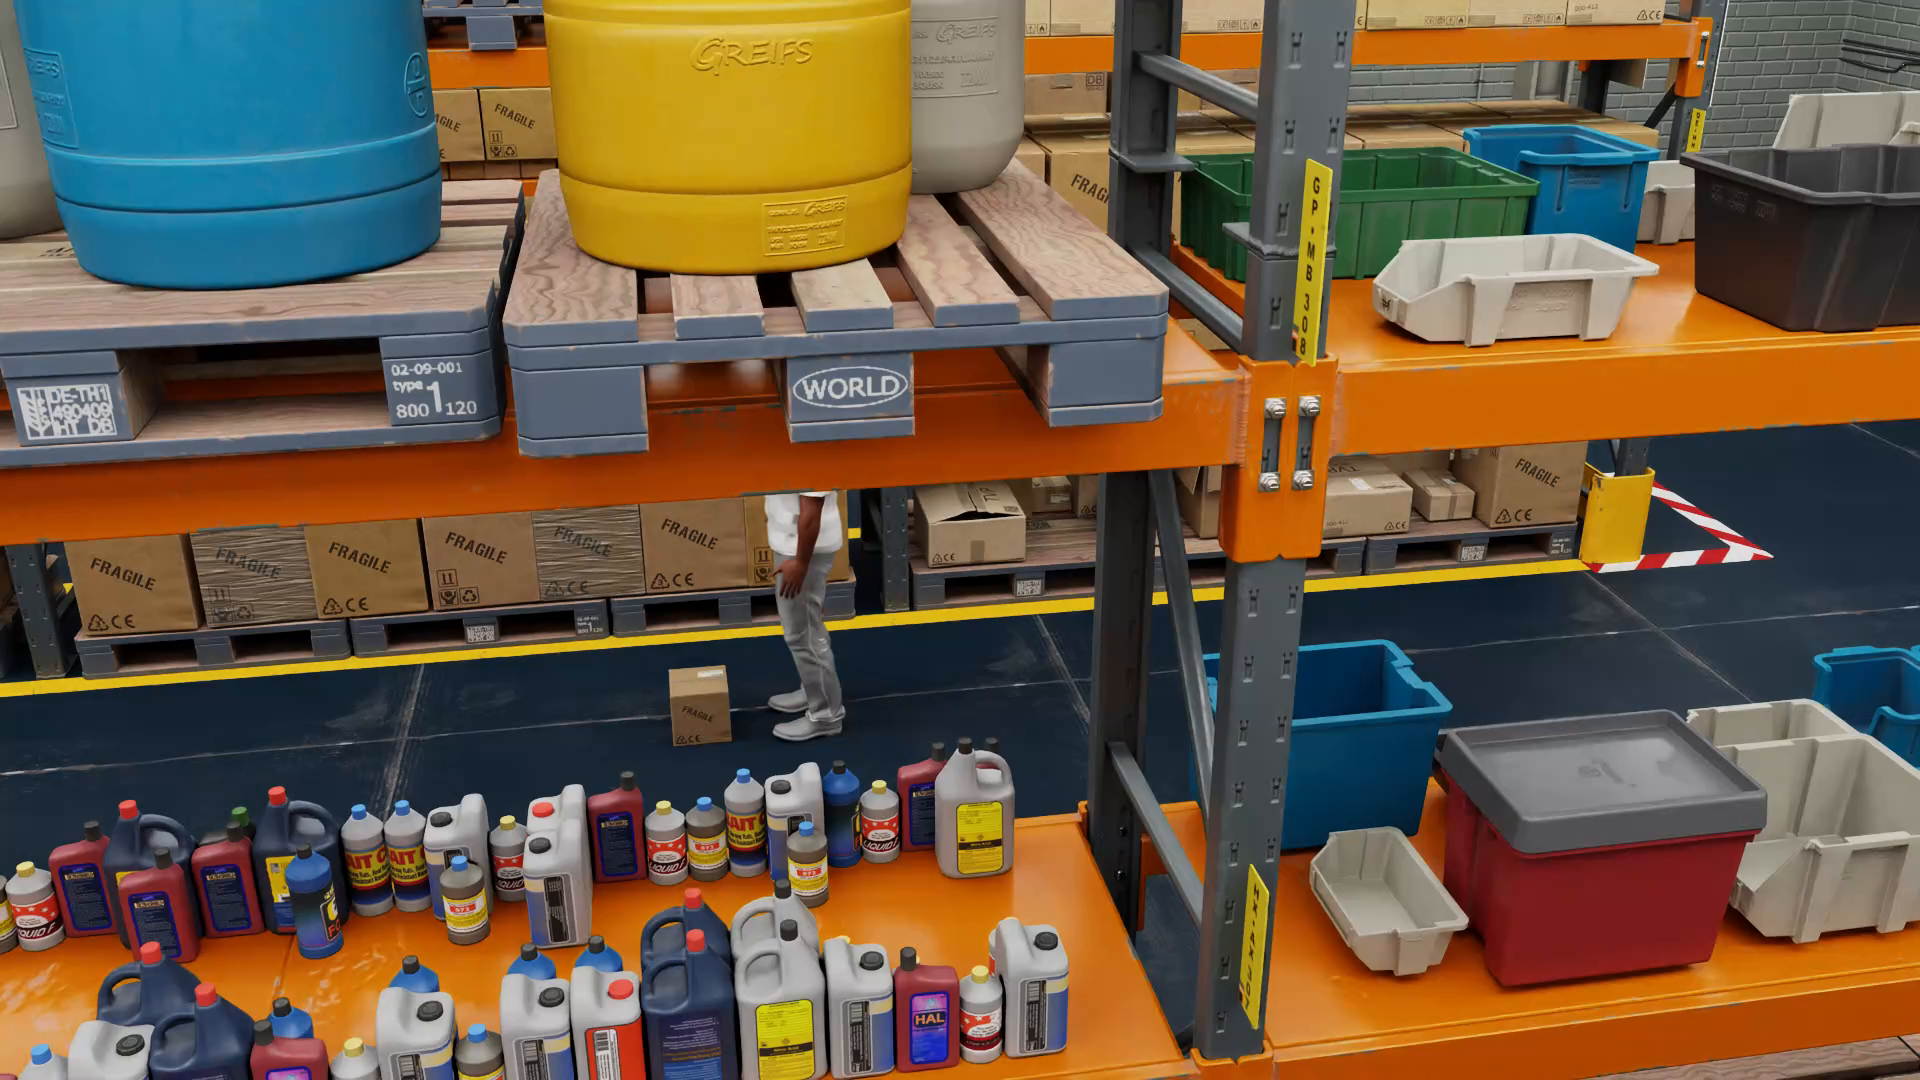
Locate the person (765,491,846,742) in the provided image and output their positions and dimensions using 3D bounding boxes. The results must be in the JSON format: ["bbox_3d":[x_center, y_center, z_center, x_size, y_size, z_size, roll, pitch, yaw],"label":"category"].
[{"bbox_3d":[-0.664,0.006,7.057,0.367,1.760,0.568,-3,23,-8],"label":"person"}]
